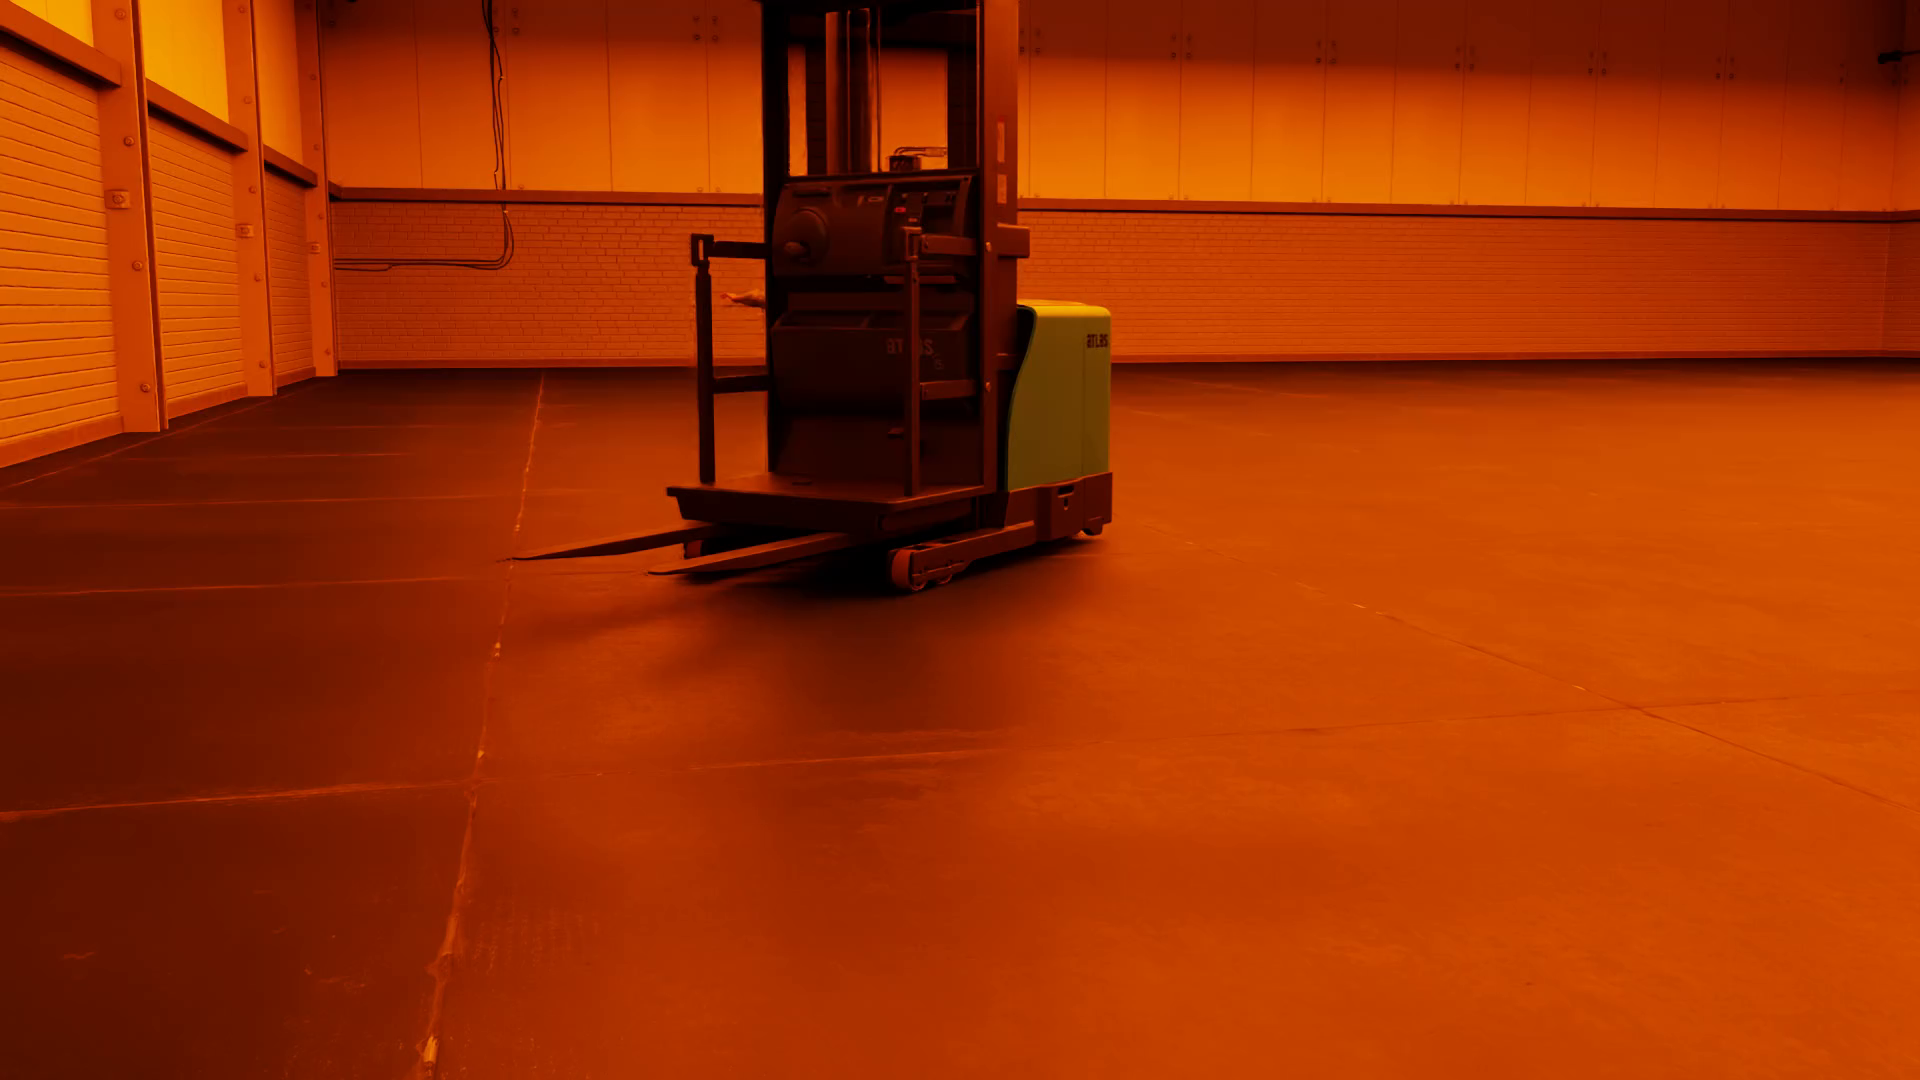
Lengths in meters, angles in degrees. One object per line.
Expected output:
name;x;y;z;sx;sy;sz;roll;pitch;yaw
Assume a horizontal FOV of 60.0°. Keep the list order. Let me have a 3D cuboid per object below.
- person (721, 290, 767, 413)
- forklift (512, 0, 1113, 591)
person;-0.710;-0.741;8.317;0.657;1.252;1.310;-6;10;-38
forklift;-0.473;-1.328;6.622;1.130;2.935;3.031;5;9;30
